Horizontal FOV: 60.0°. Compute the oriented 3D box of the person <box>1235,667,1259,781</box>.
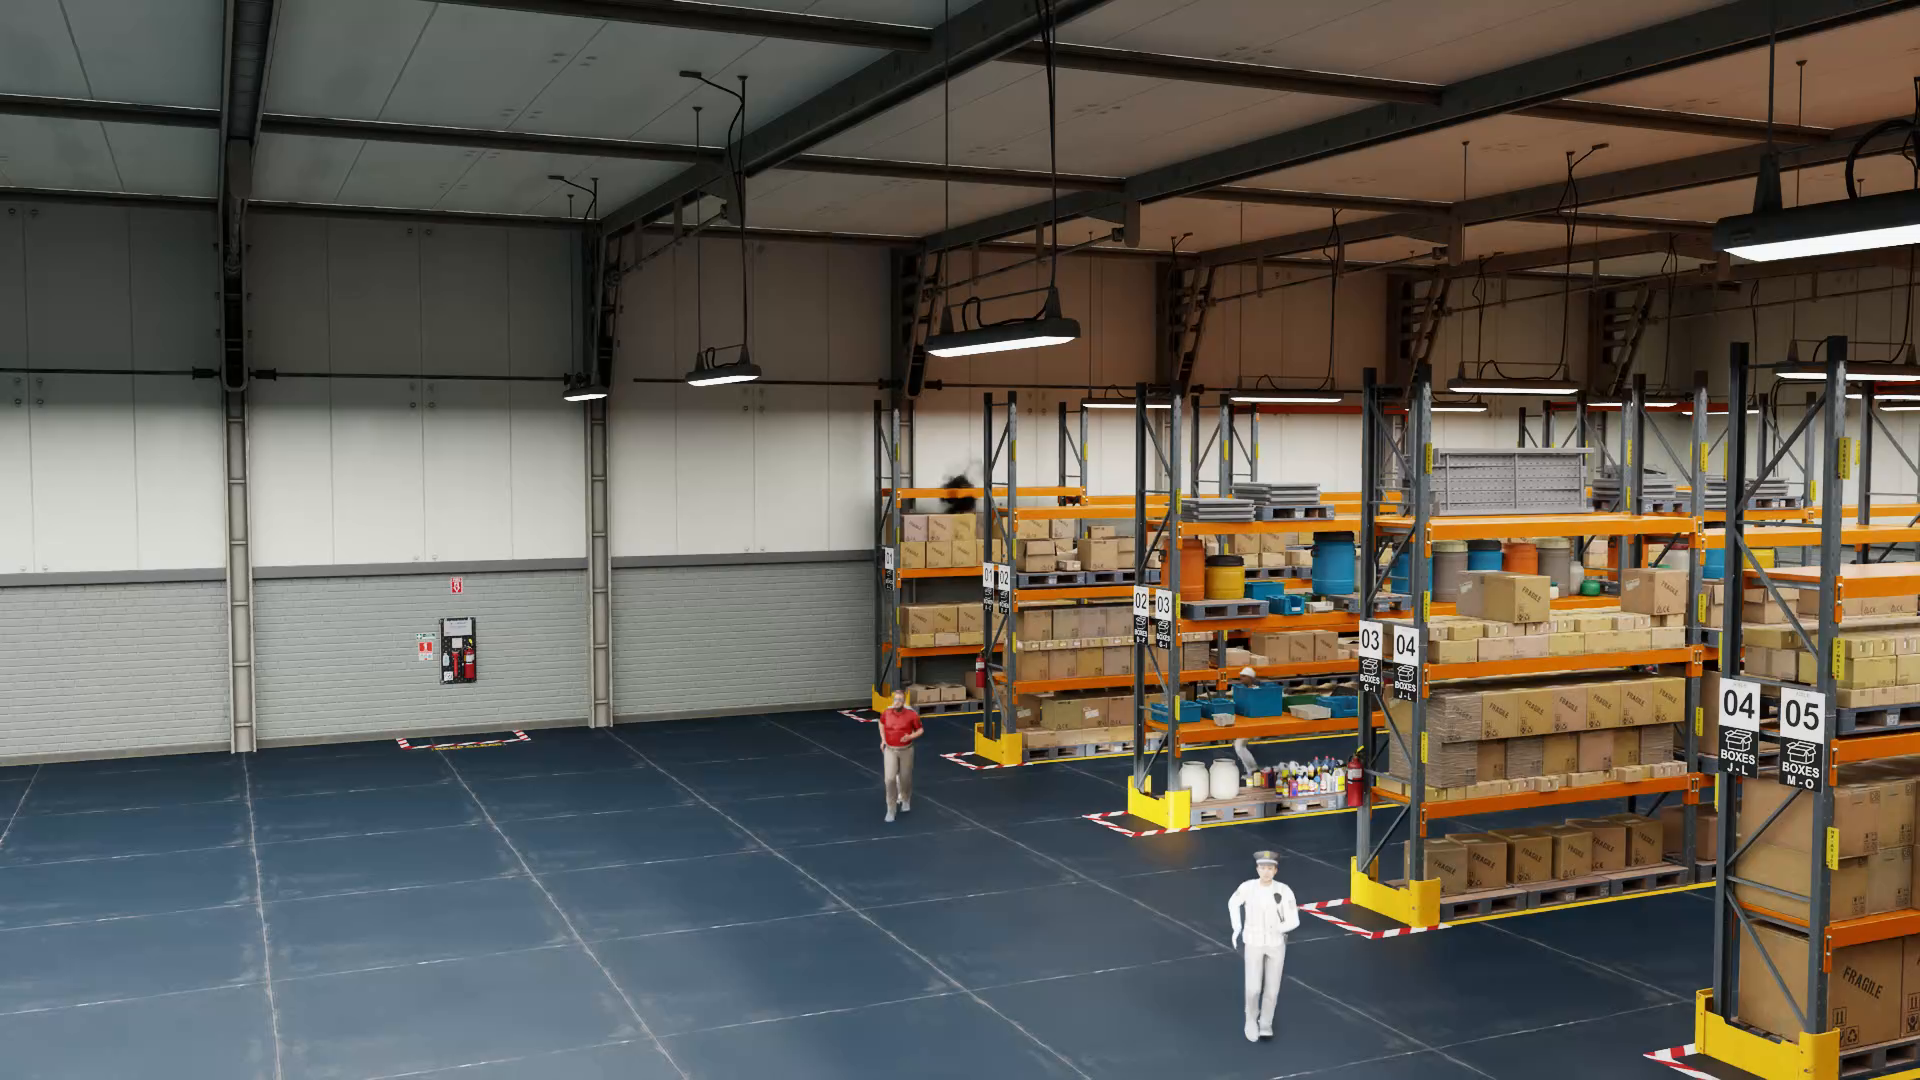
[{"bbox_3d":[4.317,2.817,25.315,0.626,1.749,0.680,-2,4,-30],"label":"person"}]

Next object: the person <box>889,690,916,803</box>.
[{"bbox_3d":[-0.870,2.970,24.194,0.538,1.586,0.790,0,3,0],"label":"person"}]

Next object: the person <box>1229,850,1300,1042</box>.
[{"bbox_3d":[2.604,3.489,14.248,0.591,1.665,0.634,0,3,8],"label":"person"}]

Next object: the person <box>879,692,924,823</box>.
[{"bbox_3d":[-0.818,2.979,22.954,0.645,1.789,0.816,0,3,4],"label":"person"}]
